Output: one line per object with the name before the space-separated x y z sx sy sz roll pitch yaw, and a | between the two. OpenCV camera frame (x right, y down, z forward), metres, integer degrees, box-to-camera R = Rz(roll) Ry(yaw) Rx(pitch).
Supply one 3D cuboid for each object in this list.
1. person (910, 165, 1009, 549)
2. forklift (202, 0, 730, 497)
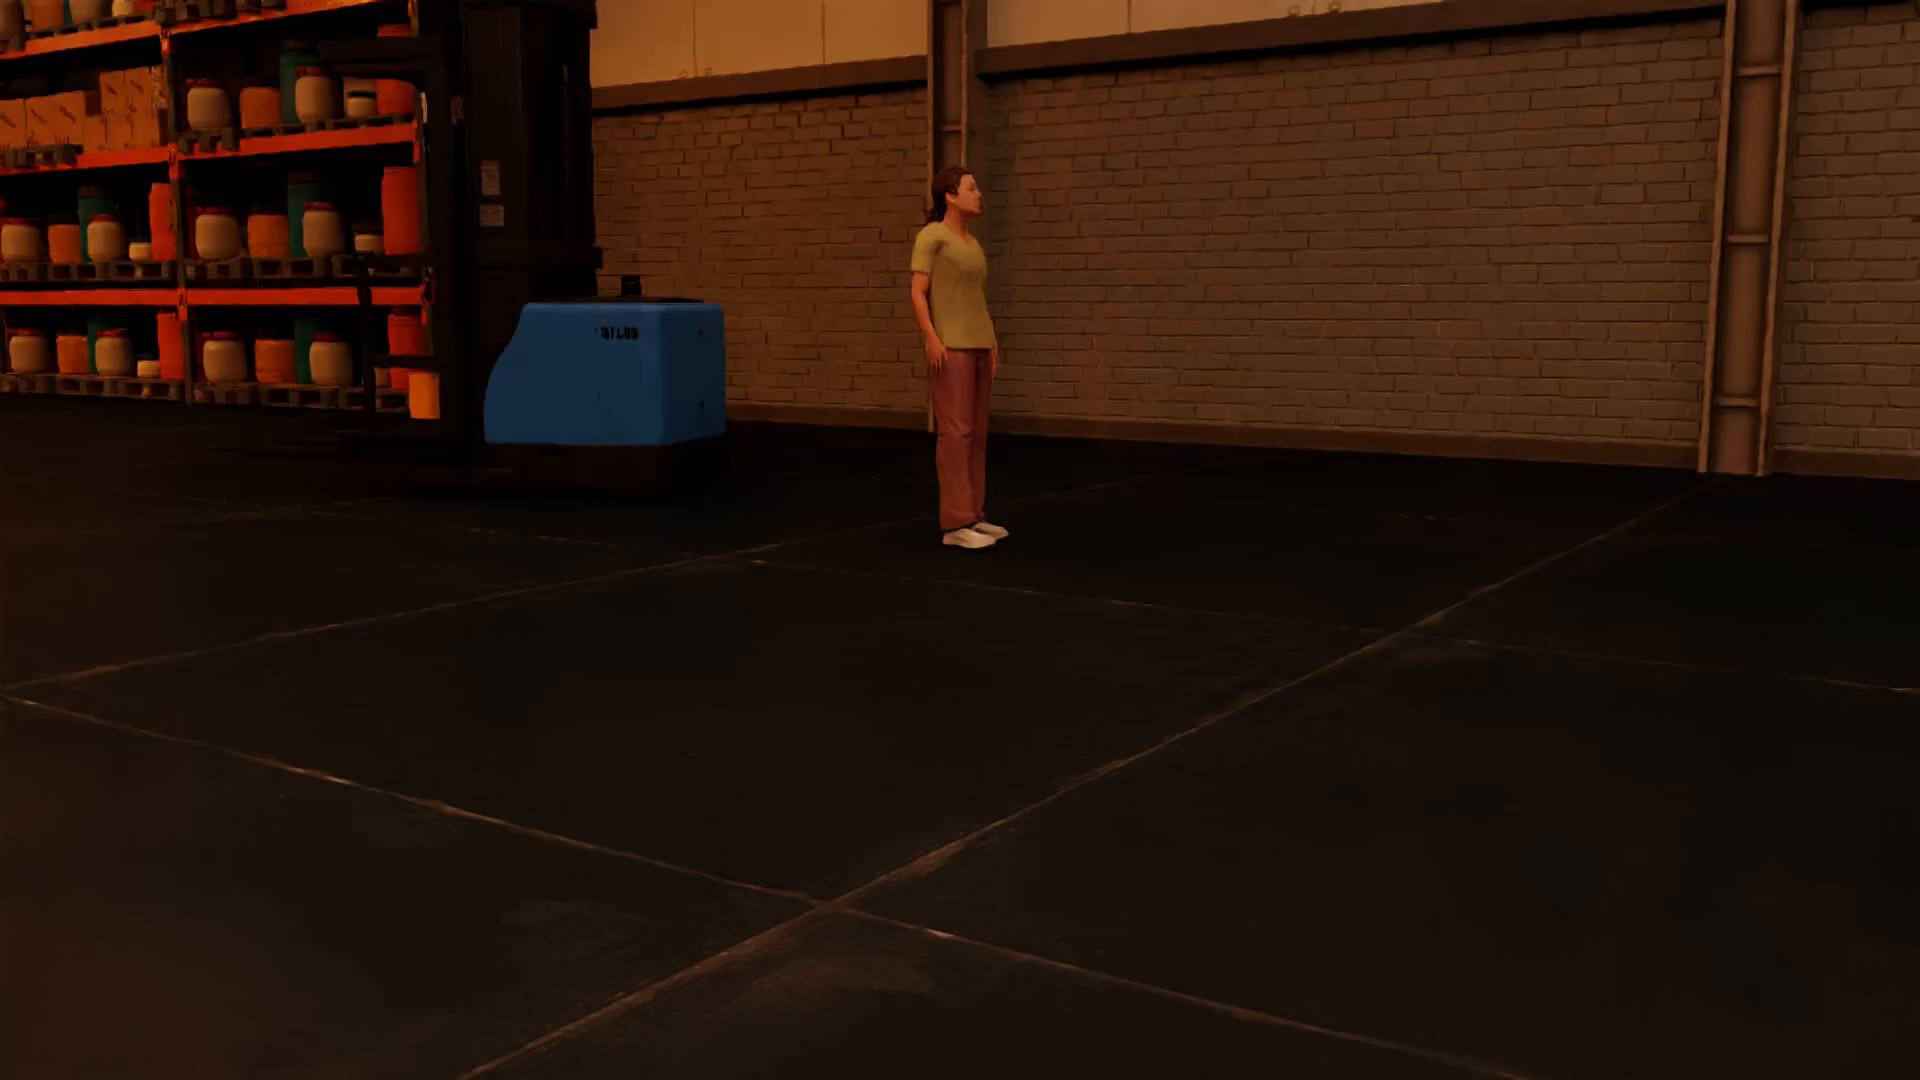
person | 0.055 -0.830 7.435 0.548 1.674 0.554 5 10 34
forklift | -2.945 -1.770 9.637 3.031 2.935 1.130 2 8 14
